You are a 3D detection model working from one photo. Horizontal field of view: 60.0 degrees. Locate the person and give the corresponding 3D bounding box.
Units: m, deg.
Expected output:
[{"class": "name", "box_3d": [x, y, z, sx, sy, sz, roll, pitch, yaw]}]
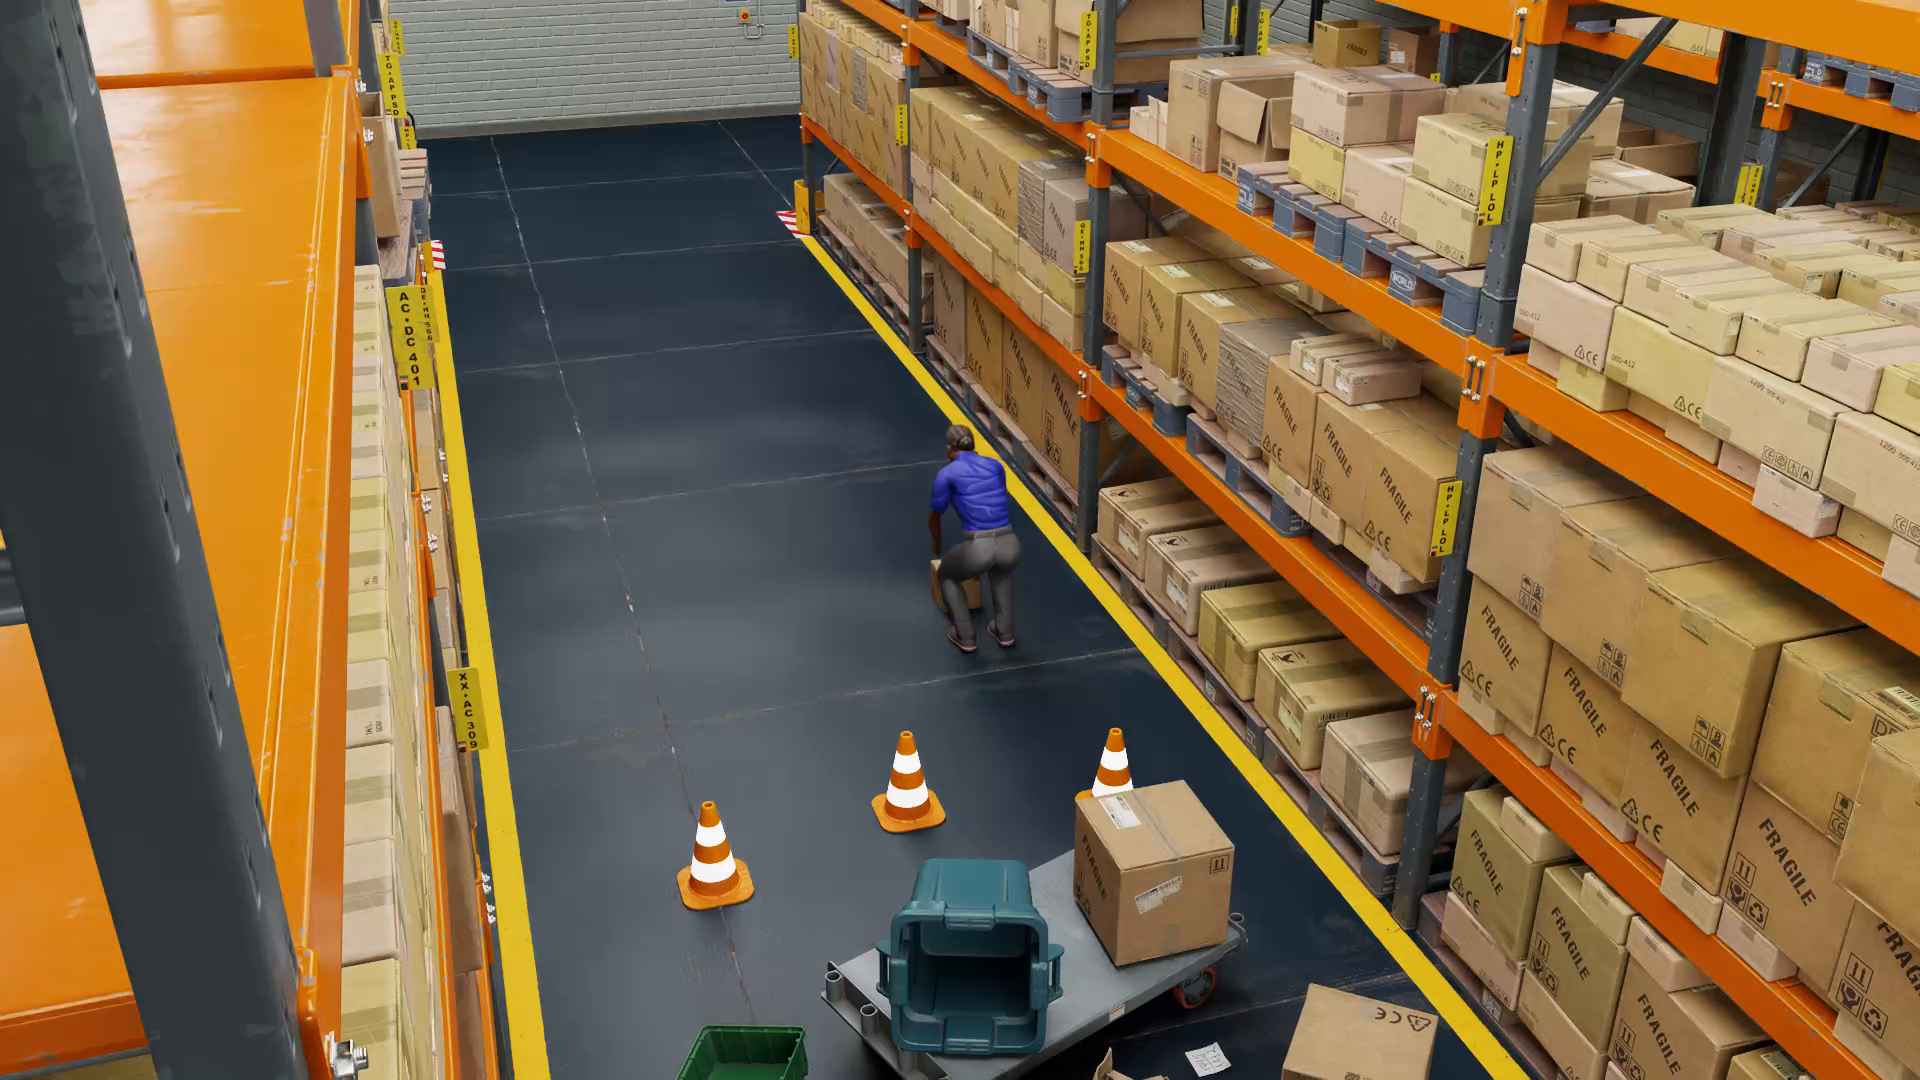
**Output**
[{"class": "person", "box_3d": [0.078, 0.012, 9.766, 0.496, 1.277, 0.684, -8, 28, -16]}]
